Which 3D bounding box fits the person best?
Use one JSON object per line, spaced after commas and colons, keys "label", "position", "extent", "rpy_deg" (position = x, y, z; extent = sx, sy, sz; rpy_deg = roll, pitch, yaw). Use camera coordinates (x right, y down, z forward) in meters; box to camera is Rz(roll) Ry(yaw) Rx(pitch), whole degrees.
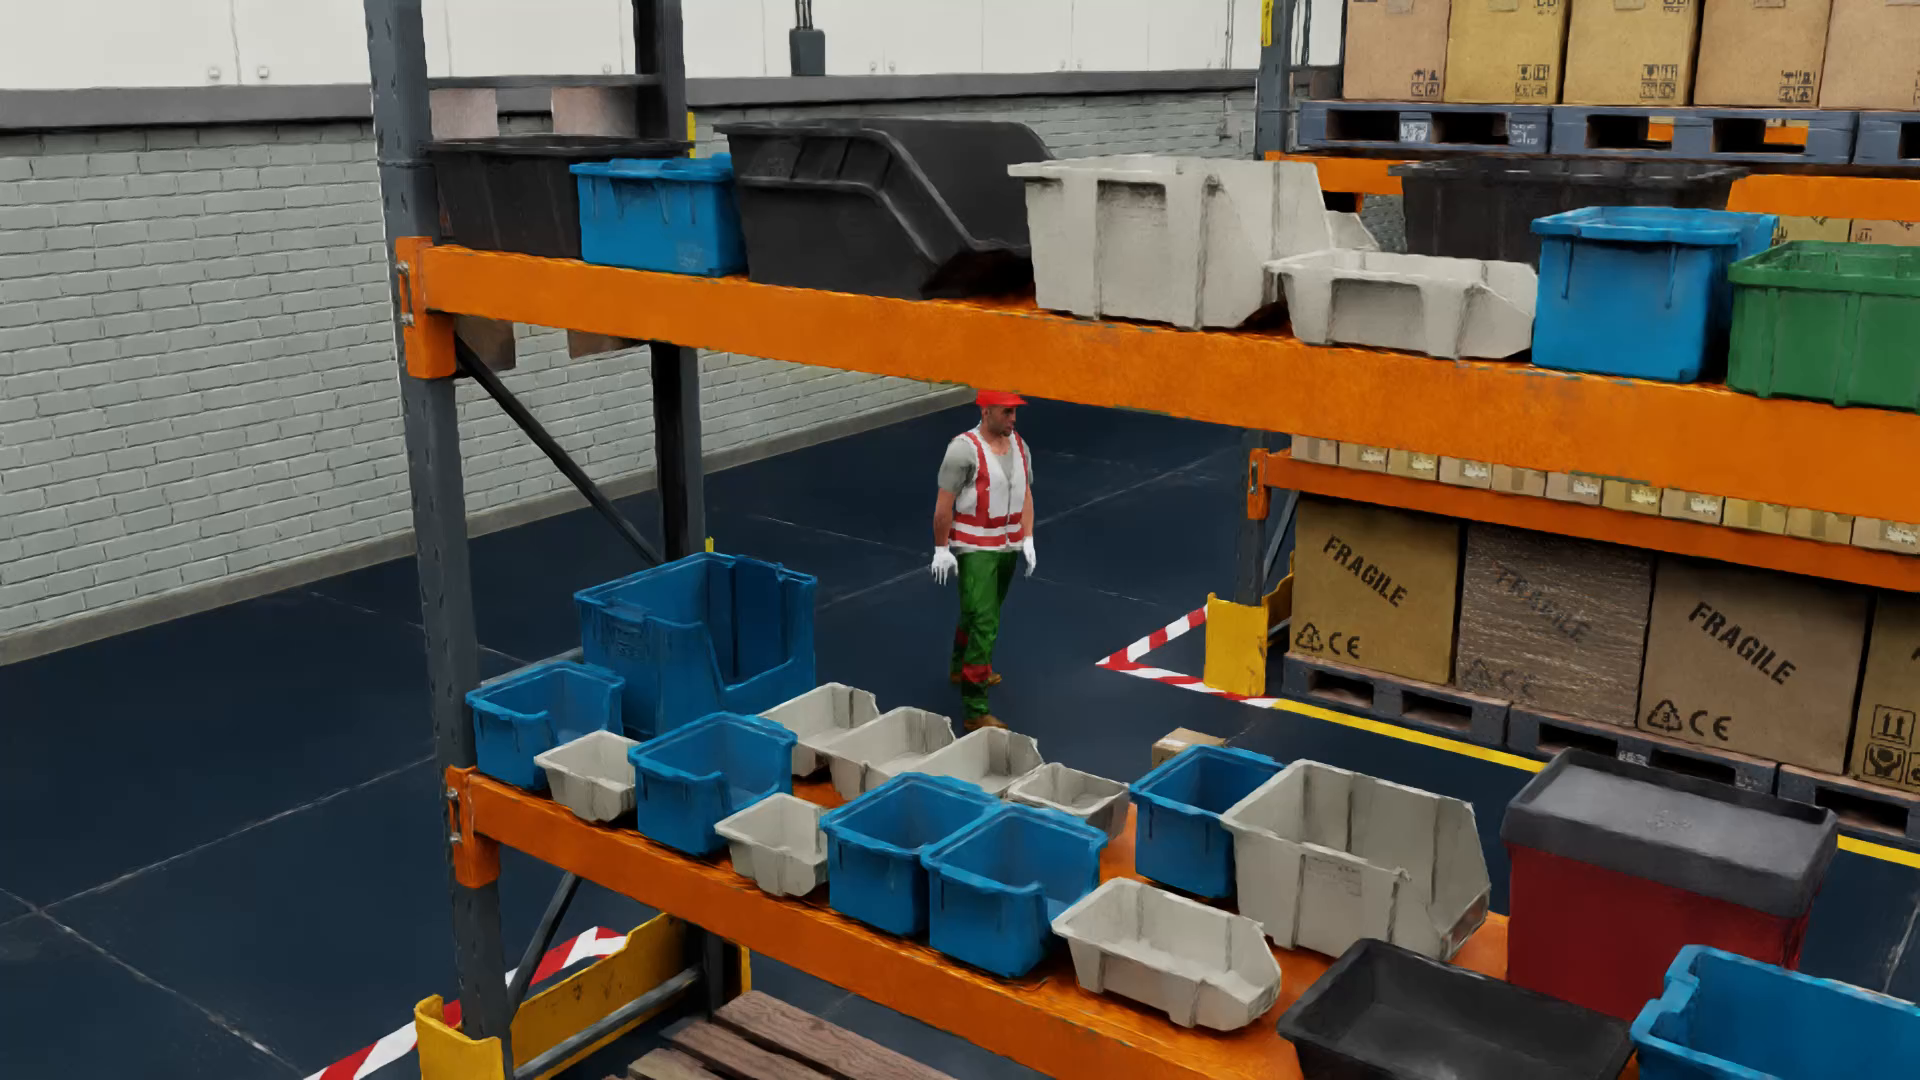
{"label": "person", "position": [0.123, 0.041, 8.411], "extent": [0.610, 1.754, 0.805], "rpy_deg": [-15, 22, -42]}
